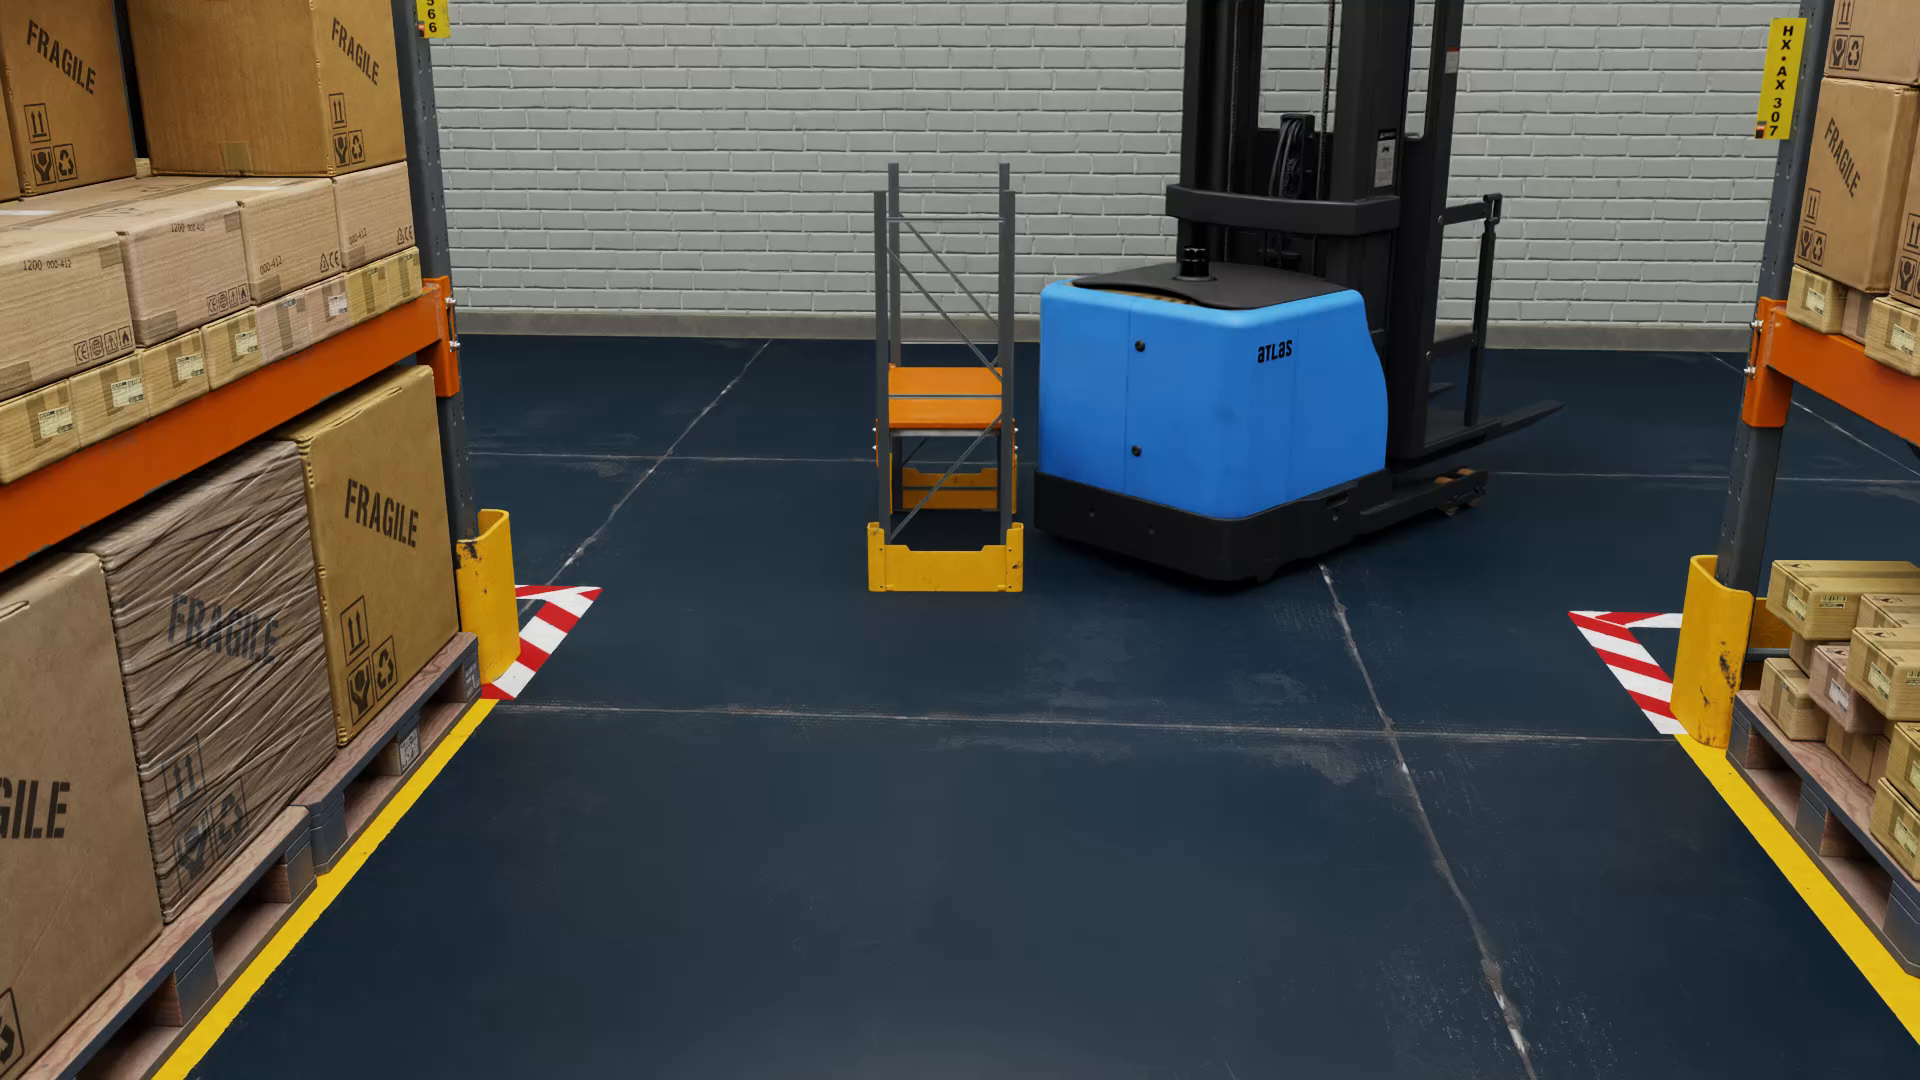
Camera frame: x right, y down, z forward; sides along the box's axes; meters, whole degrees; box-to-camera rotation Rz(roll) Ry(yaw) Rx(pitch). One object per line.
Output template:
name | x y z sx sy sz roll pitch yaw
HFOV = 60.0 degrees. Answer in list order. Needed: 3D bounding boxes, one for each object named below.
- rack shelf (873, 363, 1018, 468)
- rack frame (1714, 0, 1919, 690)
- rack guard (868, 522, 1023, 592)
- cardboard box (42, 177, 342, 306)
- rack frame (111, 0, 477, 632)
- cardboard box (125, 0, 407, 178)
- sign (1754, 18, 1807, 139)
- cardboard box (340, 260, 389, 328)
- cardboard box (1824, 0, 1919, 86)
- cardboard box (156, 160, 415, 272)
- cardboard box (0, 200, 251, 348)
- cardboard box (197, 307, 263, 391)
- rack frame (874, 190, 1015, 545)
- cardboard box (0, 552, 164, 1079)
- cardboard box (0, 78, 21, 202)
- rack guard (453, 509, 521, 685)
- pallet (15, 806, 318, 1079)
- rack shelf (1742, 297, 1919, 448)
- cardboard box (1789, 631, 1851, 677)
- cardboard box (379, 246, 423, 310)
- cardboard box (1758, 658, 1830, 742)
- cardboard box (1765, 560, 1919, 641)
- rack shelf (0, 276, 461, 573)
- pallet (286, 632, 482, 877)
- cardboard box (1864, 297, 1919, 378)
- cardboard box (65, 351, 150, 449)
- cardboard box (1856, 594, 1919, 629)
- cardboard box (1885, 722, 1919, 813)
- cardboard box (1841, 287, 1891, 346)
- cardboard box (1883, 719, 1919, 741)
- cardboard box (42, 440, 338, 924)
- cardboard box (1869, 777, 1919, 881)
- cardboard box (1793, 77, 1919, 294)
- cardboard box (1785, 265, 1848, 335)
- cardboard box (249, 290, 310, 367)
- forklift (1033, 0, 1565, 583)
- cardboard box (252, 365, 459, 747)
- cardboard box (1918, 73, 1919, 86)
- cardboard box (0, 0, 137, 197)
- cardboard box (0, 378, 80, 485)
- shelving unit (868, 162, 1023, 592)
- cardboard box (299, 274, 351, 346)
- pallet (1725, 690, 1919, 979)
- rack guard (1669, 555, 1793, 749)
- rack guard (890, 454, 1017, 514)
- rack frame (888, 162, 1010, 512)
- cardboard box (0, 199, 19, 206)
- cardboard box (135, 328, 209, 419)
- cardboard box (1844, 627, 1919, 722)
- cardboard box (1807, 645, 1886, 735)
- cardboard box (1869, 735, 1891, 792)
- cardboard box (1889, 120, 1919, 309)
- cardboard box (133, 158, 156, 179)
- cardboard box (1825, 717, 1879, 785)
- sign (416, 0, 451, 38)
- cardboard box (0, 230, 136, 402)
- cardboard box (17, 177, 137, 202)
rack shelf | -0.050 -0.510 6.650 0.538 0.185 1.000 0 18 0
rack frame | 2.833 -0.862 4.737 1.000 3.000 0.127 1 18 4
rack guard | -0.055 0.065 6.324 0.587 0.250 0.087 0 18 0
cardboard box | -1.914 -0.760 4.190 0.500 0.250 0.500 1 18 3
rack frame | -2.107 -1.004 5.171 1.000 3.000 0.127 1 18 4
cardboard box | -1.879 -1.274 4.551 0.500 0.500 0.500 2 18 5
sign | 2.292 -1.286 4.639 0.100 0.325 0.005 1 18 4
cardboard box | -1.821 -0.686 4.604 0.380 0.149 0.250 1 18 4
cardboard box | 2.536 -1.393 4.112 0.500 0.500 0.500 1 18 4
cardboard box | -1.877 -0.918 4.671 0.500 0.250 0.500 1 18 3
cardboard box | -1.950 -0.602 3.707 0.500 0.250 0.500 1 18 2
cardboard box | -1.876 -0.450 3.882 0.380 0.149 0.250 1 18 3
rack frame | -0.055 -0.523 6.111 0.500 1.500 0.032 0 18 0
cardboard box | -2.202 0.565 3.118 0.875 0.875 0.875 1 18 4
cardboard box | -2.477 -0.971 3.629 0.500 0.500 0.500 1 18 2
rack guard | -2.105 0.176 5.583 1.175 0.500 0.348 1 18 4
pallet | -2.176 0.949 3.689 1.003 0.211 1.213 1 18 4
rack shelf | 2.690 0.101 2.954 1.077 0.370 4.000 1 18 4
cardboard box | 2.540 0.309 4.590 0.380 0.149 0.250 2 18 6
cardboard box | -1.804 -0.767 4.850 0.380 0.149 0.250 2 18 5
cardboard box | 2.476 0.449 4.641 0.380 0.149 0.250 2 18 5
cardboard box | 2.457 0.165 4.550 0.380 0.149 0.250 0 18 1
rack shelf | -2.250 -0.041 3.387 1.077 0.370 4.000 1 18 4
pallet | -2.086 0.571 4.842 1.003 0.211 1.213 1 18 4
cardboard box | 2.434 -0.487 3.996 0.380 0.149 0.250 1 18 2
cardboard box | -1.914 -0.292 3.401 0.380 0.149 0.250 2 18 5
cardboard box | 2.557 0.254 4.280 0.380 0.149 0.250 2 18 5
cardboard box | 2.408 0.548 3.861 0.380 0.149 0.250 2 18 6
cardboard box | 2.506 -0.570 4.248 0.380 0.149 0.250 2 18 6
cardboard box | 2.534 0.470 4.097 0.380 0.149 0.250 2 18 5
cardboard box | -2.138 0.289 3.962 0.875 0.875 0.875 1 18 4
cardboard box | 2.401 0.686 3.917 0.380 0.149 0.250 2 18 5
cardboard box | 2.526 -0.918 4.269 0.500 0.500 0.500 2 18 7
cardboard box | 2.483 -0.650 4.492 0.380 0.149 0.250 1 18 3
cardboard box | -1.859 -0.530 4.128 0.380 0.149 0.250 2 18 5
forklift | 1.703 -1.603 7.109 3.031 2.935 1.130 -17 25 -42
cardboard box | -2.073 0.006 4.824 0.875 0.875 0.875 1 18 4
cardboard box | 2.507 -1.236 3.633 0.500 0.500 0.500 2 18 6
cardboard box | -2.446 -1.132 4.121 0.500 0.500 0.500 1 18 3
cardboard box | -1.930 -0.211 3.154 0.380 0.149 0.250 1 18 2
shelving unit | -0.050 -0.684 6.602 0.587 1.500 1.083 0 18 0
cardboard box | -1.840 -0.608 4.364 0.380 0.149 0.250 1 18 4
pallet | 2.734 0.738 4.332 1.003 0.211 1.213 1 18 4
rack guard | 2.828 0.349 5.054 1.175 0.500 0.348 1 18 4
rack guard | -0.045 -0.245 7.270 0.587 0.250 0.087 0 18 0
rack frame | -0.045 -0.840 7.077 0.500 1.500 0.032 0 18 0
cardboard box | -2.481 -0.614 3.742 0.500 0.250 0.500 1 18 2
cardboard box | -1.894 -0.369 3.636 0.380 0.149 0.250 1 18 4
cardboard box | 2.411 0.329 4.050 0.380 0.149 0.250 1 18 4
cardboard box | 2.464 0.392 4.335 0.380 0.149 0.250 1 18 4
cardboard box | 2.528 0.609 4.151 0.380 0.149 0.250 1 18 5
cardboard box | 2.513 -0.751 3.760 0.500 0.500 0.500 1 18 4
cardboard box | -2.410 -0.931 4.711 0.500 0.250 0.500 1 18 2
cardboard box | 2.539 0.532 4.387 0.380 0.149 0.250 1 18 4
sign | -1.566 -1.651 4.904 0.100 0.325 0.005 1 18 4
cardboard box | -1.983 -0.441 3.213 0.500 0.250 0.500 1 18 4
cardboard box | -2.441 -0.770 4.218 0.500 0.250 0.500 1 18 3
